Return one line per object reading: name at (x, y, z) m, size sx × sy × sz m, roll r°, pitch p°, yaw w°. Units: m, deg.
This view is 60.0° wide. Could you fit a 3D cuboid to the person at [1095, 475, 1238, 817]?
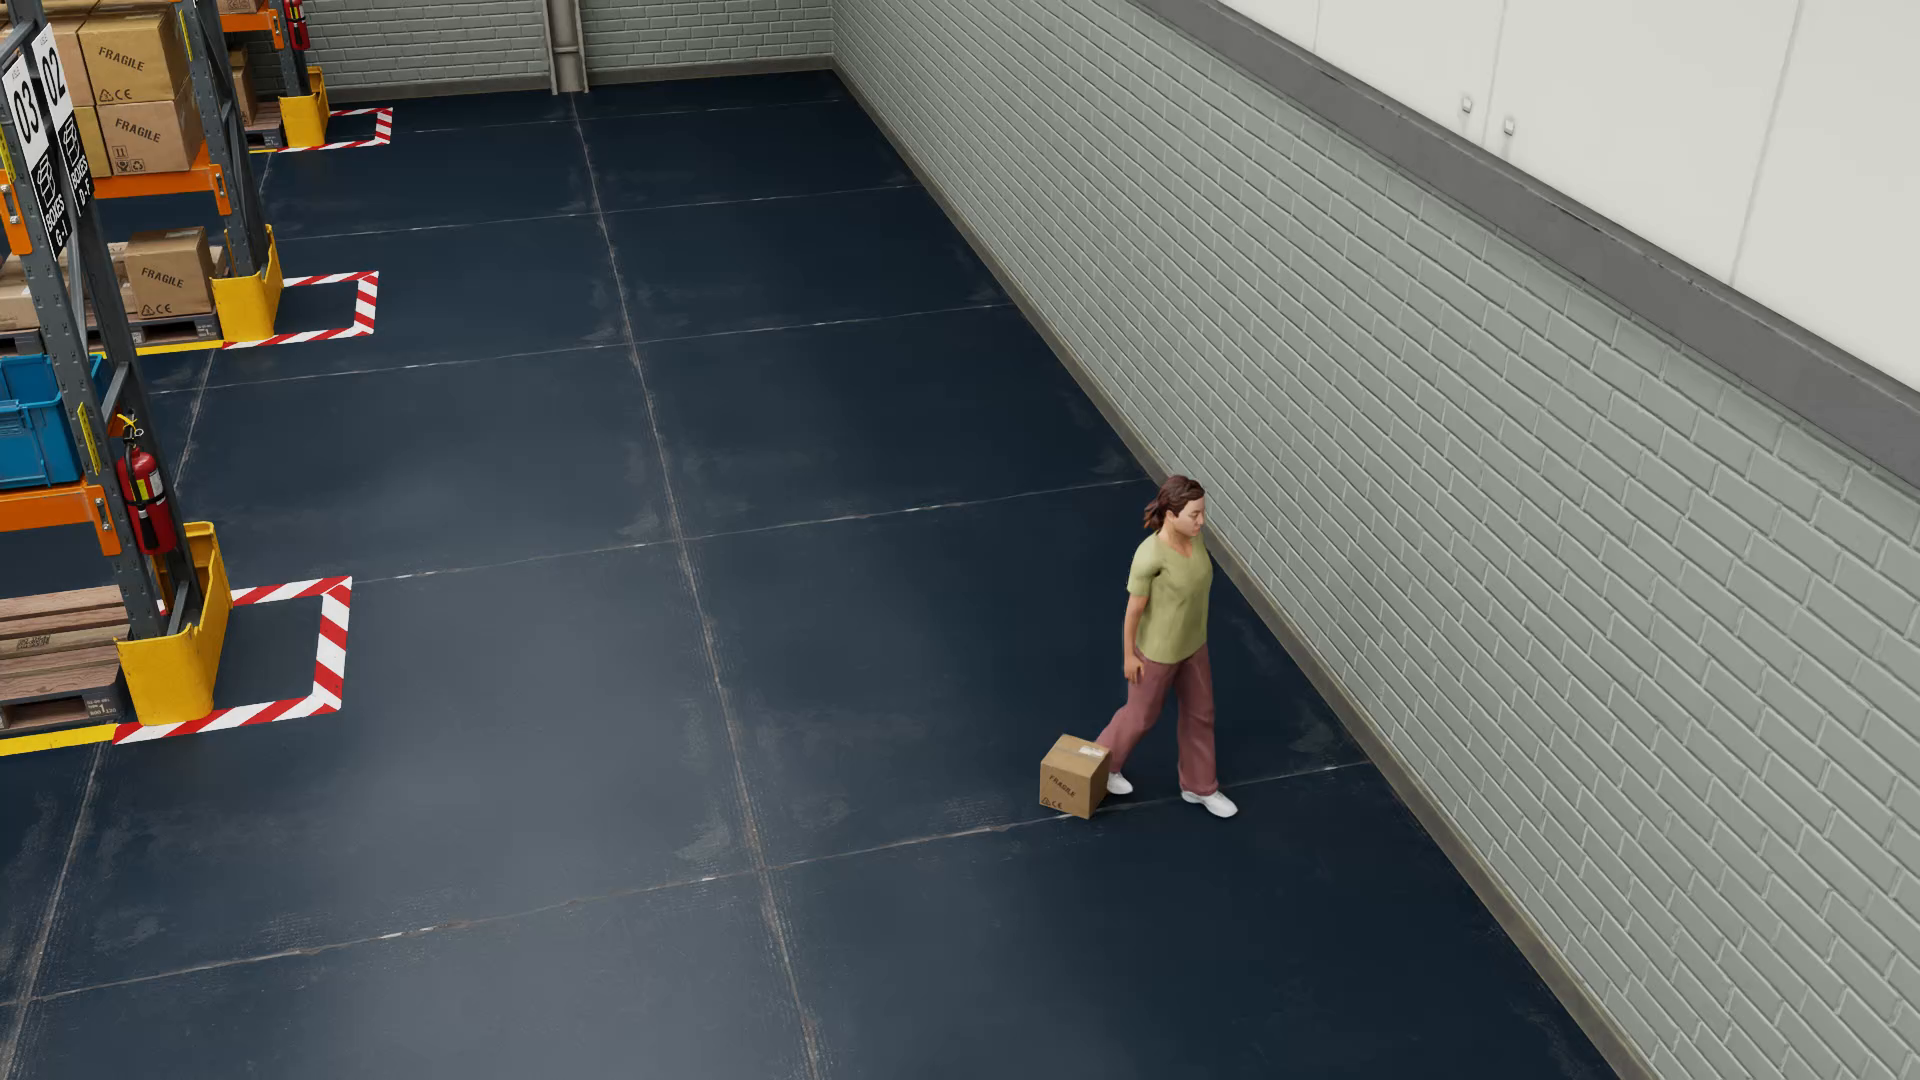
person at (0.951, 0.478, 7.408) m, size 0.457 × 1.662 × 0.735 m, roll -27°, pitch 40°, yaw -38°
